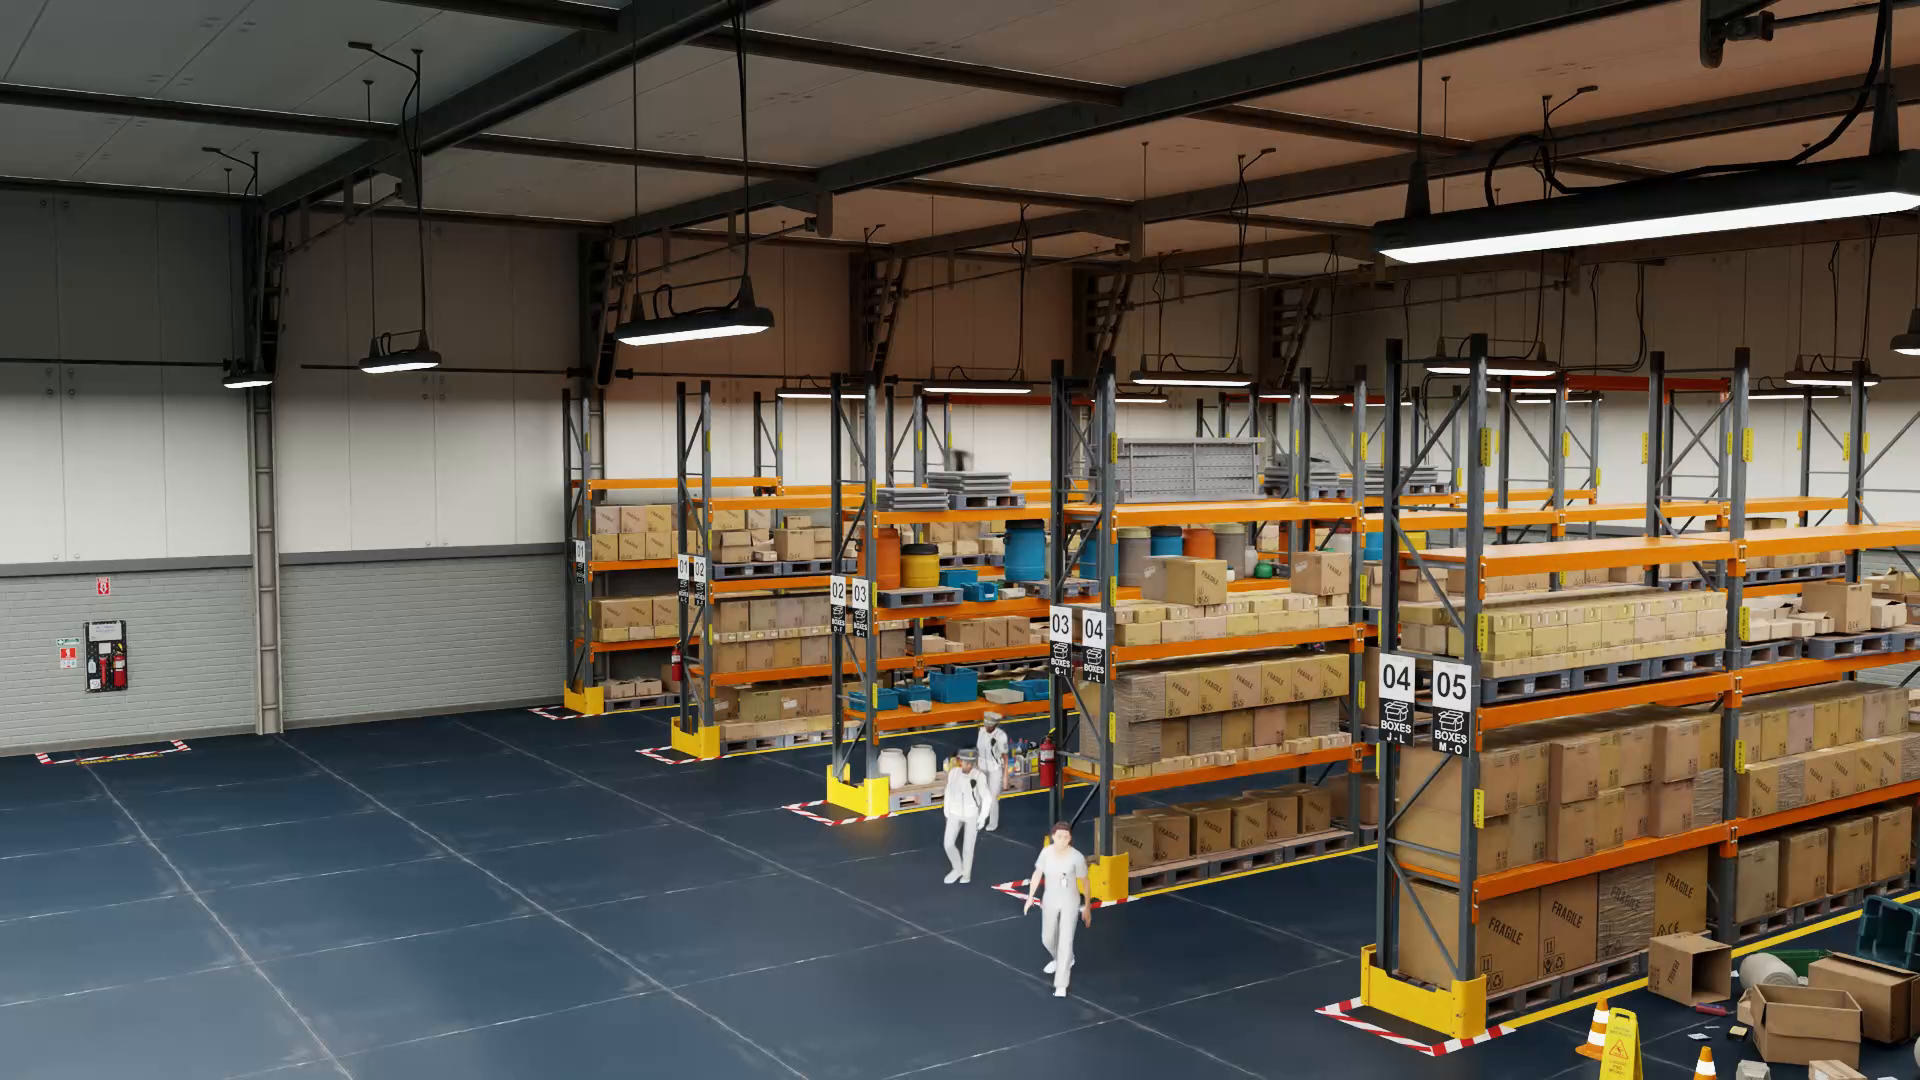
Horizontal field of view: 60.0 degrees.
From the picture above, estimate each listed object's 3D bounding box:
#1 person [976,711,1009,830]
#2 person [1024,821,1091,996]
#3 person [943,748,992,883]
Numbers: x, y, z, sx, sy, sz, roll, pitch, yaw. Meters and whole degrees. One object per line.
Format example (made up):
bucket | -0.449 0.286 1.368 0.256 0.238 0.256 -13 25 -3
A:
person | 0.406 2.982 21.569 0.710 1.580 0.625 2 4 34
person | 0.962 3.375 15.503 0.646 1.602 0.829 1 4 20
person | 0.078 3.140 18.887 0.595 1.609 0.710 1 4 8
